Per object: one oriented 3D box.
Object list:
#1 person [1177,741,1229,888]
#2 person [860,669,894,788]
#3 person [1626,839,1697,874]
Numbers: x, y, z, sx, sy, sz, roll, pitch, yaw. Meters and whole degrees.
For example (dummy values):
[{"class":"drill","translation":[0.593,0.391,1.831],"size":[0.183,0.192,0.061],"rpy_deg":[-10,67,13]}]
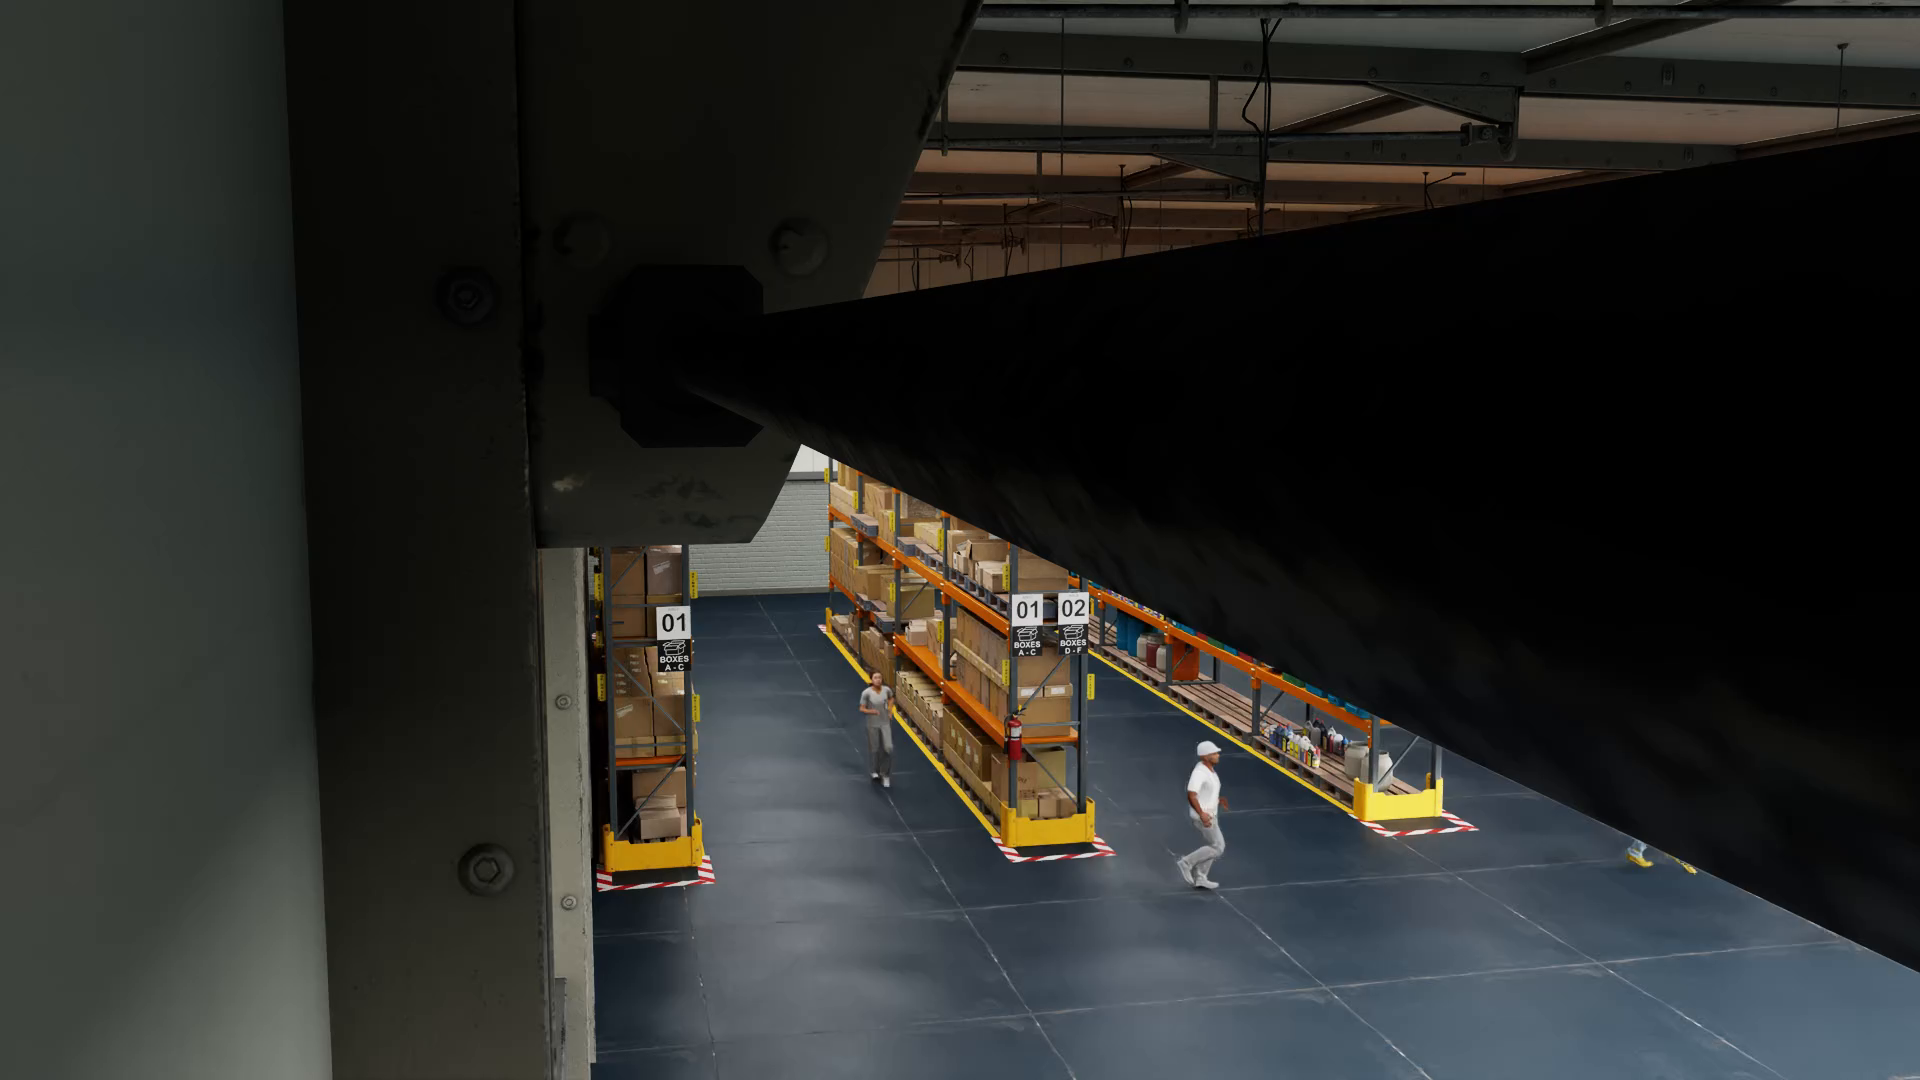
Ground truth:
[{"class":"person","translation":[2.833,3.188,19.336],"size":[0.577,1.732,0.715],"rpy_deg":[2,7,12]},{"class":"person","translation":[-1.175,2.694,23.812],"size":[0.542,1.702,0.731],"rpy_deg":[-2,7,-14]},{"class":"person","translation":[8.487,3.105,19.885],"size":[0.895,1.811,0.709],"rpy_deg":[3,8,26]}]
